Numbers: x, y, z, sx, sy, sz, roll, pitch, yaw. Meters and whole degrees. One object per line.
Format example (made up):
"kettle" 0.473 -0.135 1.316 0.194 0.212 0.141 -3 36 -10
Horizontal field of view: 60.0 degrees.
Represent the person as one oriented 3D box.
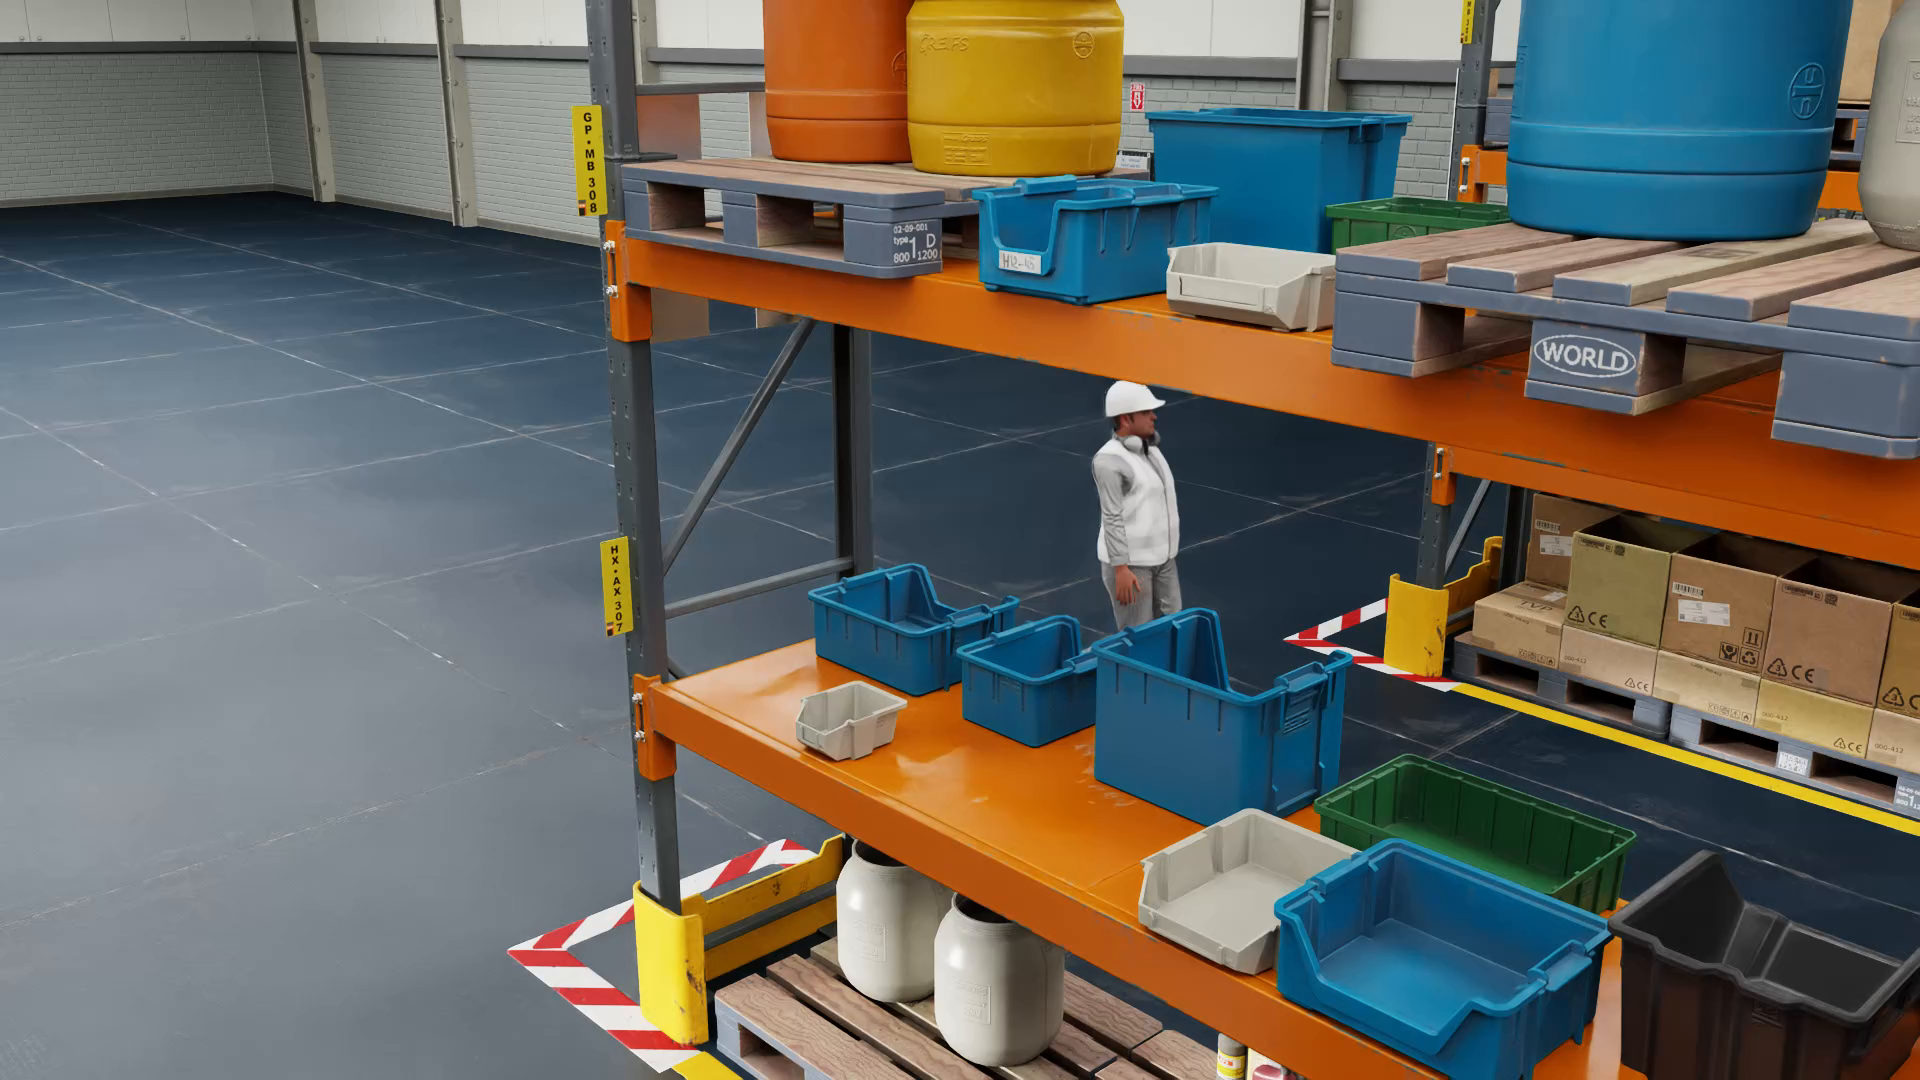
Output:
"person" 0.900 0.091 8.170 0.752 1.757 0.549 12 21 34
